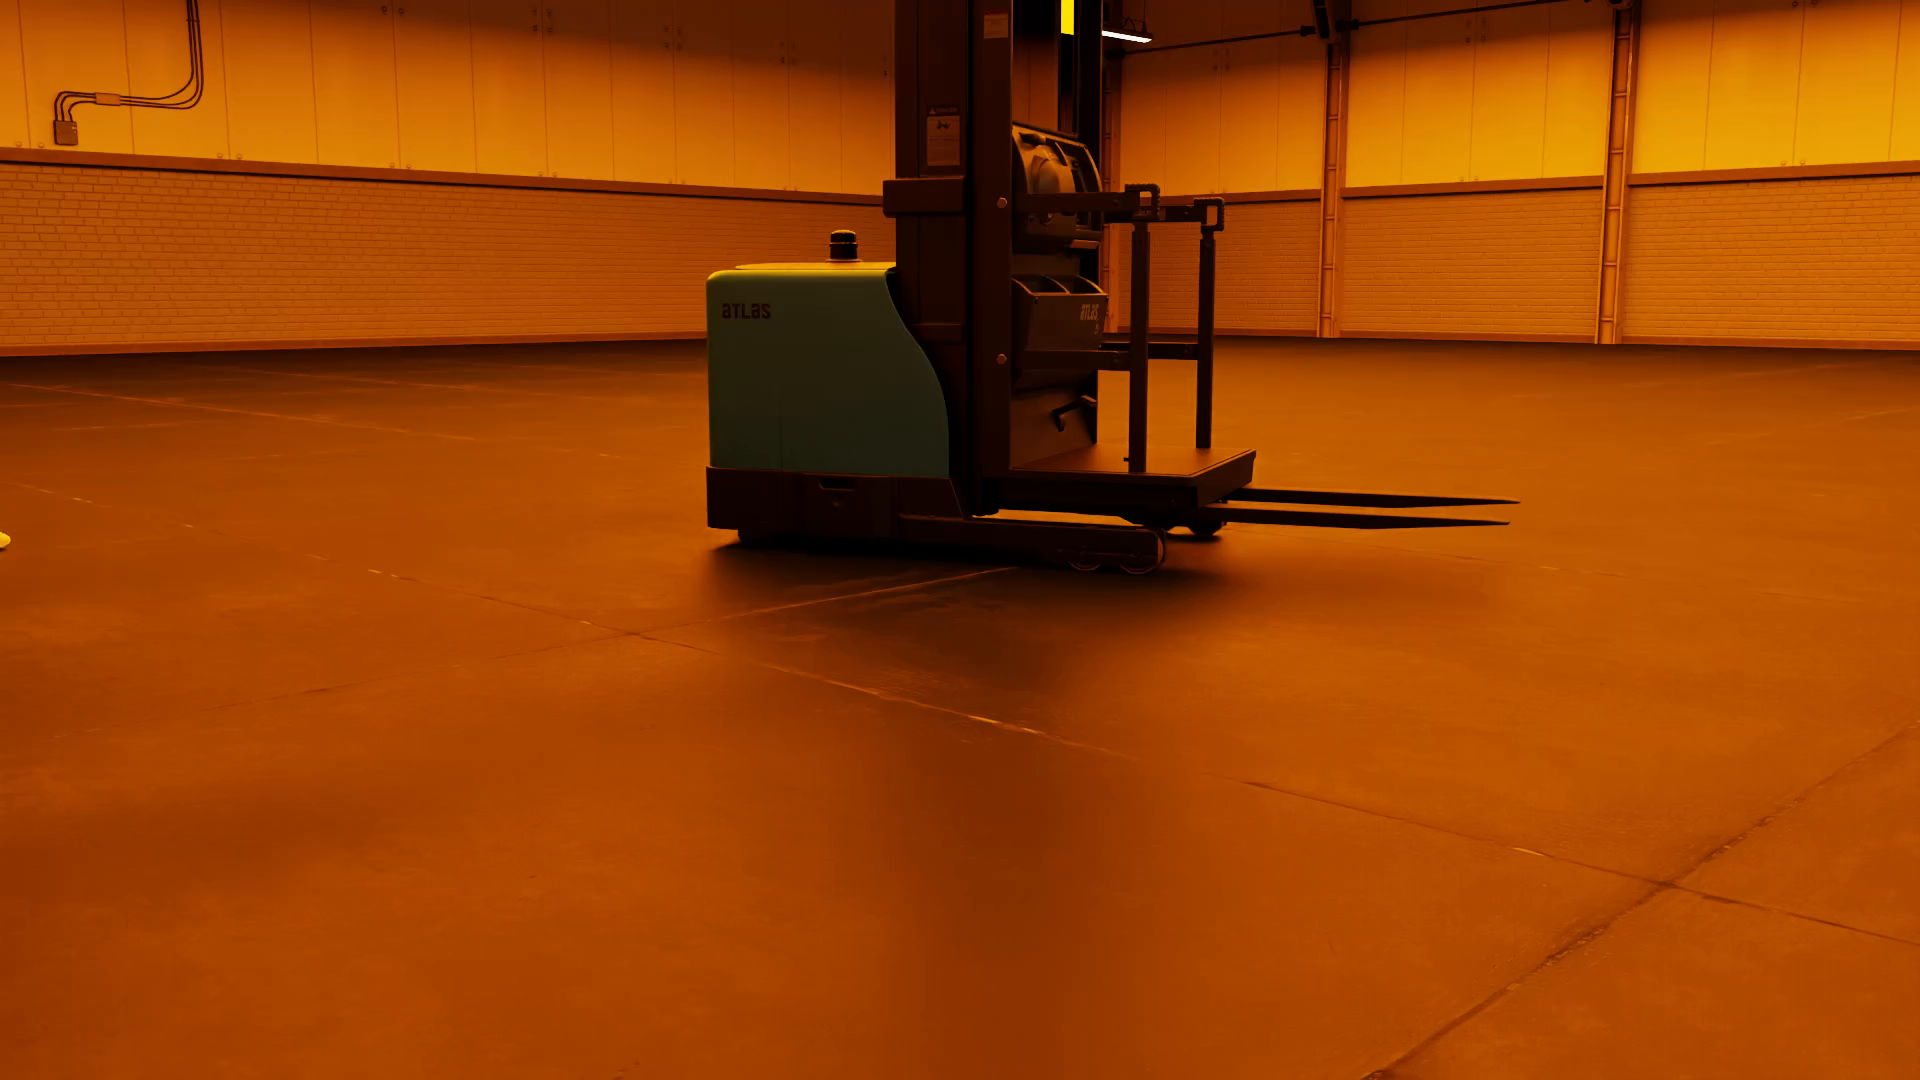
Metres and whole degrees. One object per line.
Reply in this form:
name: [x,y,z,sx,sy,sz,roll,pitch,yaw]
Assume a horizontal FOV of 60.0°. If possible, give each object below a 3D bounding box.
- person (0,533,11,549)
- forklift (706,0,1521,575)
person: [-3.847,-0.748,6.097,0.398,1.670,0.604,-1,9,-4]
forklift: [0.565,-1.416,6.275,3.031,2.935,1.130,3,9,22]
